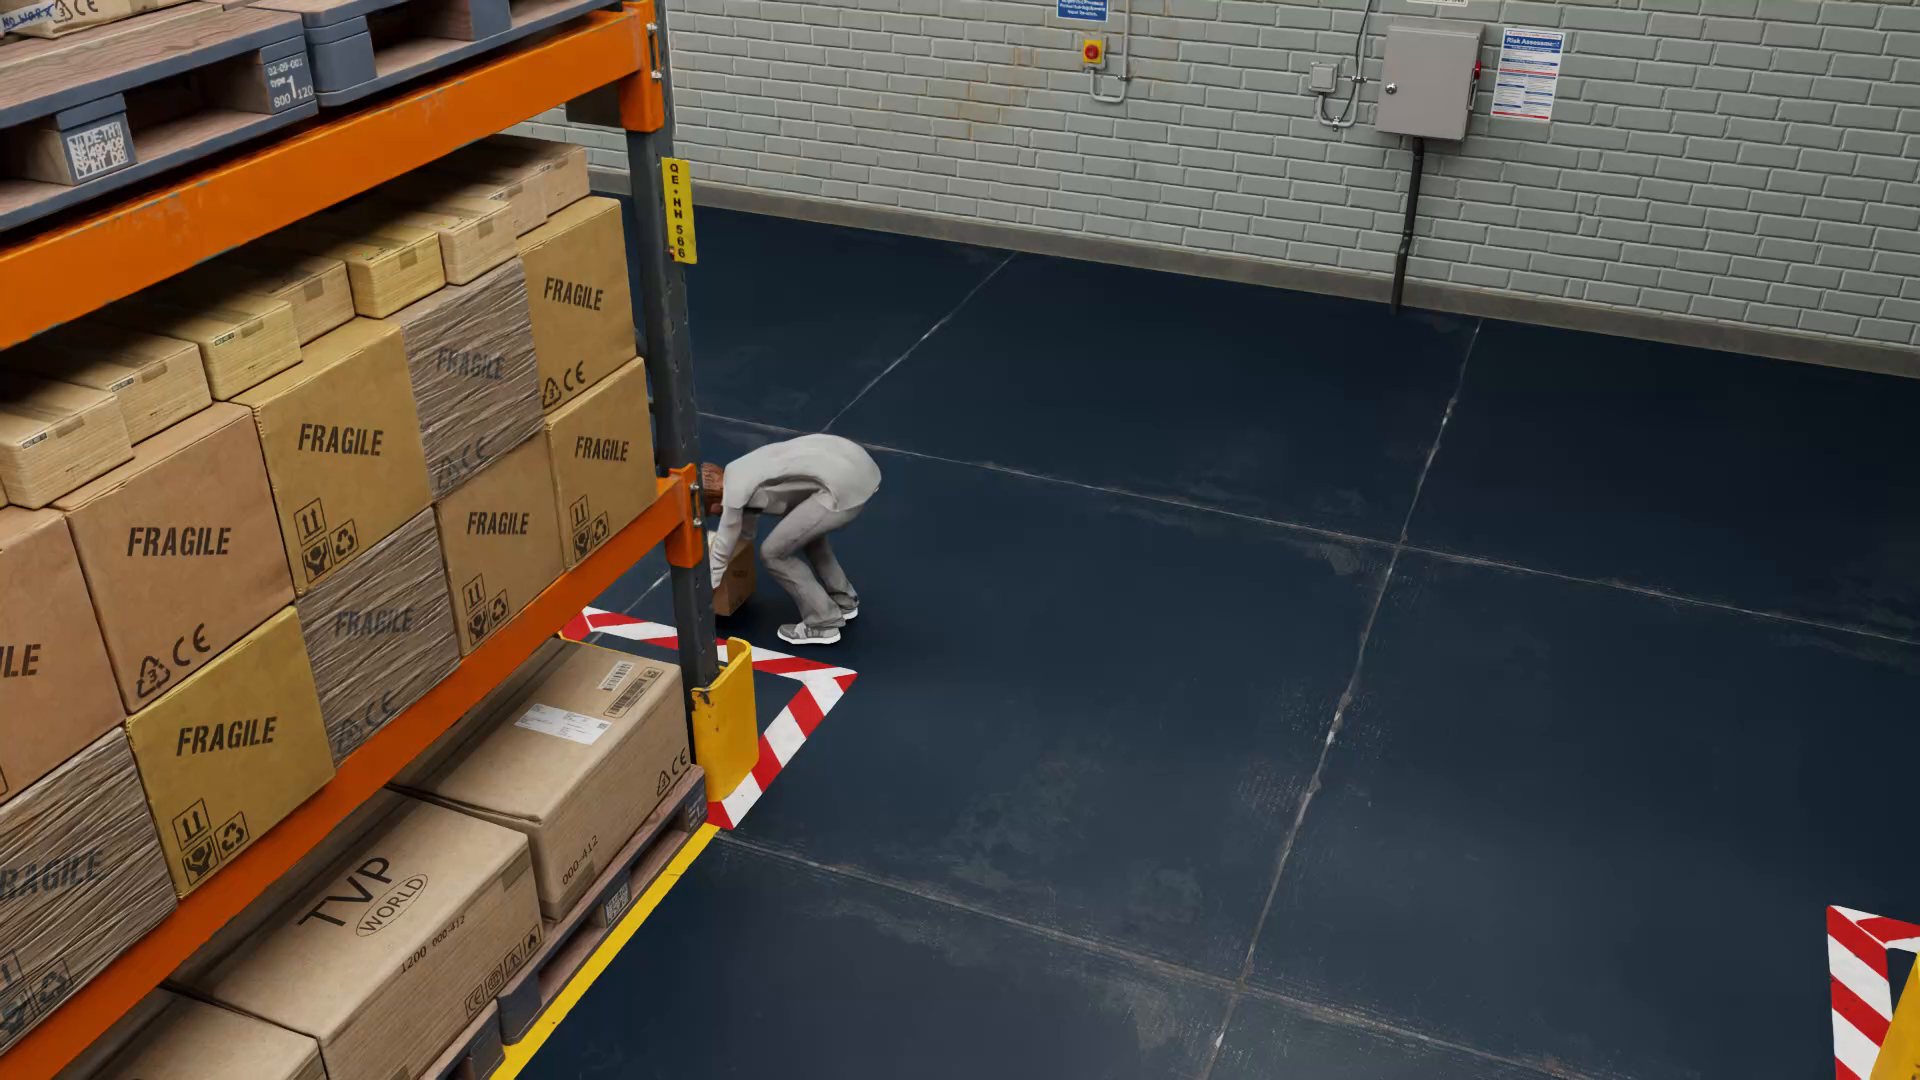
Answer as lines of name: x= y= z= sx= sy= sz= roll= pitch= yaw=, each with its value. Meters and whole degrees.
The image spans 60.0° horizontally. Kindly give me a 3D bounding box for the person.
person: x=-0.746 y=-0.030 z=6.899 sx=0.854 sy=0.887 sz=0.421 roll=7 pitch=31 yaw=11
